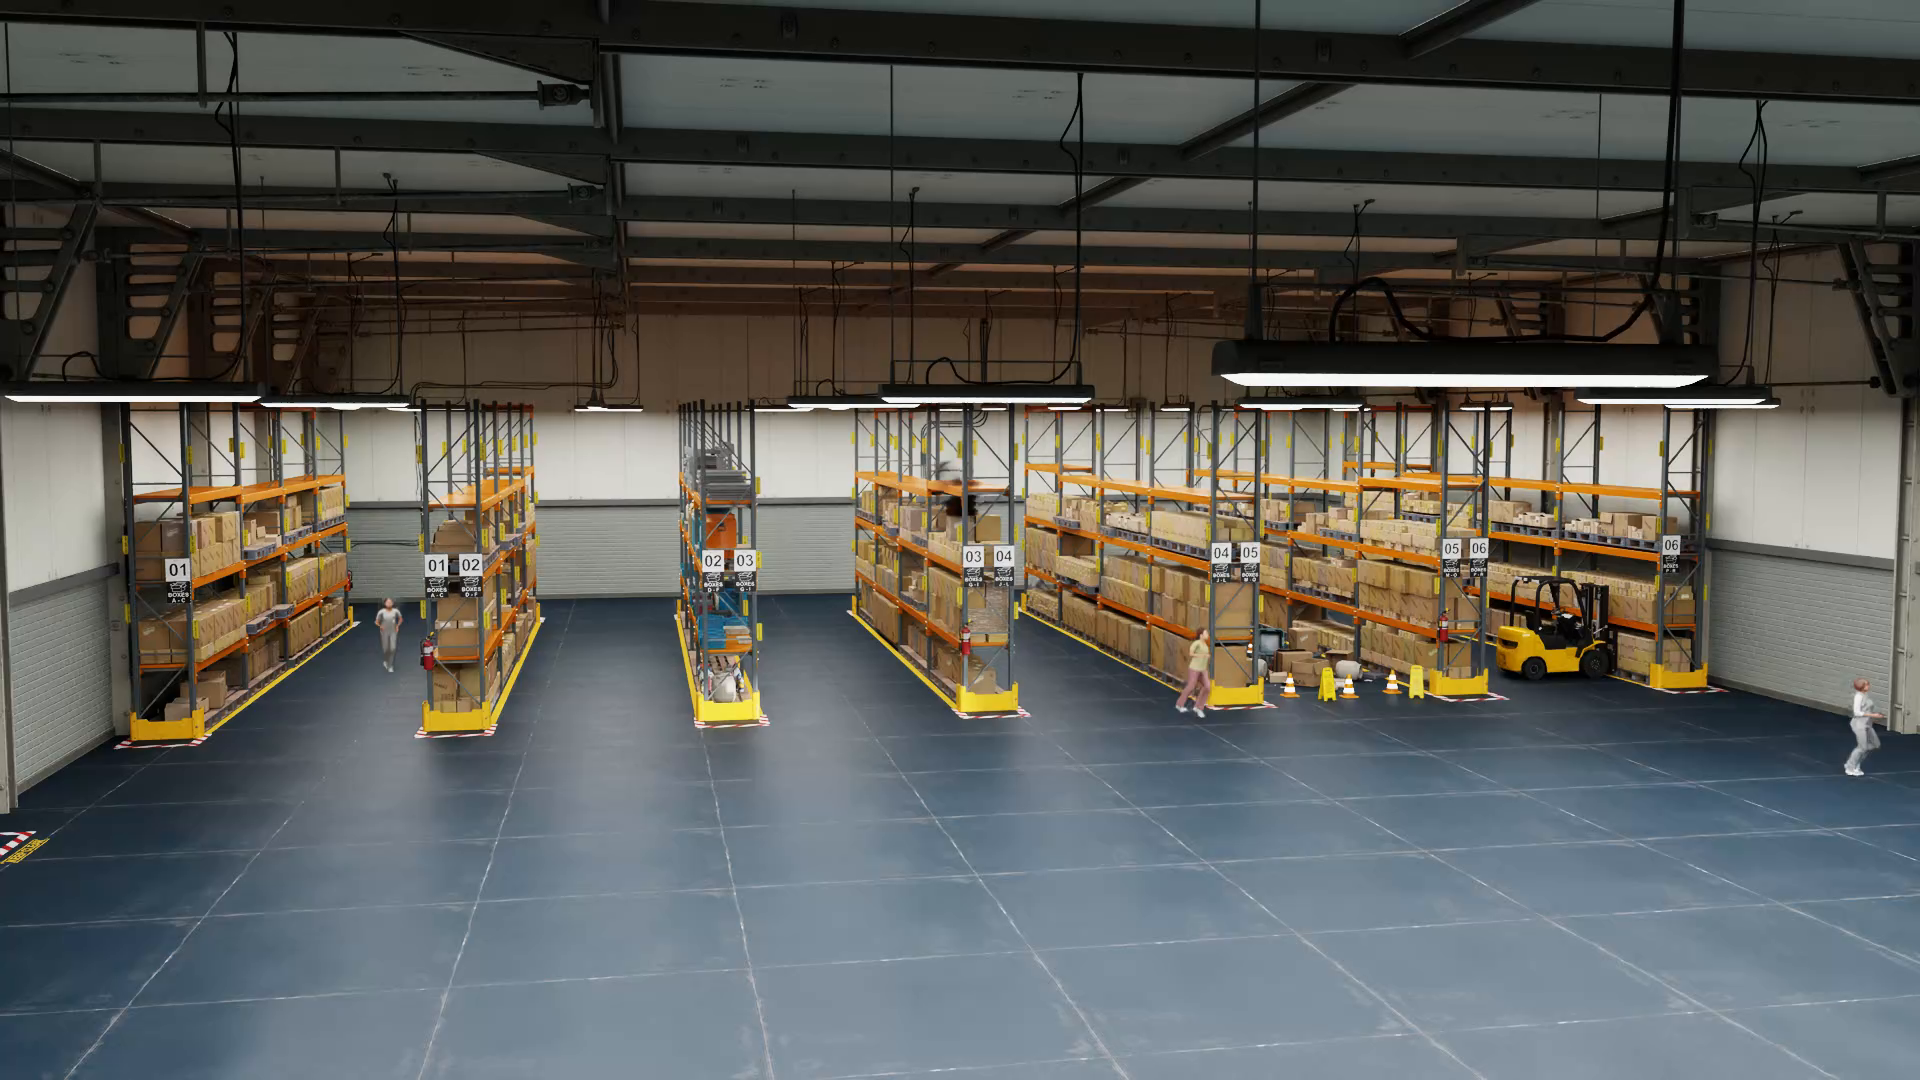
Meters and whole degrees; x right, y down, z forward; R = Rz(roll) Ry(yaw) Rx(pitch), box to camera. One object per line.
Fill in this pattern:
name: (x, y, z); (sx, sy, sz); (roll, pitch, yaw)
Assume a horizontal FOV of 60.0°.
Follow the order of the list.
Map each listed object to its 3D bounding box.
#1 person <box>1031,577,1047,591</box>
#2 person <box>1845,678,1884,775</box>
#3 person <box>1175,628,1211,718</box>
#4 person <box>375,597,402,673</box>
person: (2.450, 1.108, 49.916); (0.739, 1.717, 0.668); (-1, 4, -12)
person: (14.292, 2.955, 26.242); (0.555, 1.543, 0.522); (4, 6, 45)
person: (4.541, 2.508, 31.779); (0.587, 1.684, 0.692); (-4, 6, -41)
person: (-12.699, 2.091, 36.991); (0.581, 1.650, 0.844); (-2, 5, -25)
